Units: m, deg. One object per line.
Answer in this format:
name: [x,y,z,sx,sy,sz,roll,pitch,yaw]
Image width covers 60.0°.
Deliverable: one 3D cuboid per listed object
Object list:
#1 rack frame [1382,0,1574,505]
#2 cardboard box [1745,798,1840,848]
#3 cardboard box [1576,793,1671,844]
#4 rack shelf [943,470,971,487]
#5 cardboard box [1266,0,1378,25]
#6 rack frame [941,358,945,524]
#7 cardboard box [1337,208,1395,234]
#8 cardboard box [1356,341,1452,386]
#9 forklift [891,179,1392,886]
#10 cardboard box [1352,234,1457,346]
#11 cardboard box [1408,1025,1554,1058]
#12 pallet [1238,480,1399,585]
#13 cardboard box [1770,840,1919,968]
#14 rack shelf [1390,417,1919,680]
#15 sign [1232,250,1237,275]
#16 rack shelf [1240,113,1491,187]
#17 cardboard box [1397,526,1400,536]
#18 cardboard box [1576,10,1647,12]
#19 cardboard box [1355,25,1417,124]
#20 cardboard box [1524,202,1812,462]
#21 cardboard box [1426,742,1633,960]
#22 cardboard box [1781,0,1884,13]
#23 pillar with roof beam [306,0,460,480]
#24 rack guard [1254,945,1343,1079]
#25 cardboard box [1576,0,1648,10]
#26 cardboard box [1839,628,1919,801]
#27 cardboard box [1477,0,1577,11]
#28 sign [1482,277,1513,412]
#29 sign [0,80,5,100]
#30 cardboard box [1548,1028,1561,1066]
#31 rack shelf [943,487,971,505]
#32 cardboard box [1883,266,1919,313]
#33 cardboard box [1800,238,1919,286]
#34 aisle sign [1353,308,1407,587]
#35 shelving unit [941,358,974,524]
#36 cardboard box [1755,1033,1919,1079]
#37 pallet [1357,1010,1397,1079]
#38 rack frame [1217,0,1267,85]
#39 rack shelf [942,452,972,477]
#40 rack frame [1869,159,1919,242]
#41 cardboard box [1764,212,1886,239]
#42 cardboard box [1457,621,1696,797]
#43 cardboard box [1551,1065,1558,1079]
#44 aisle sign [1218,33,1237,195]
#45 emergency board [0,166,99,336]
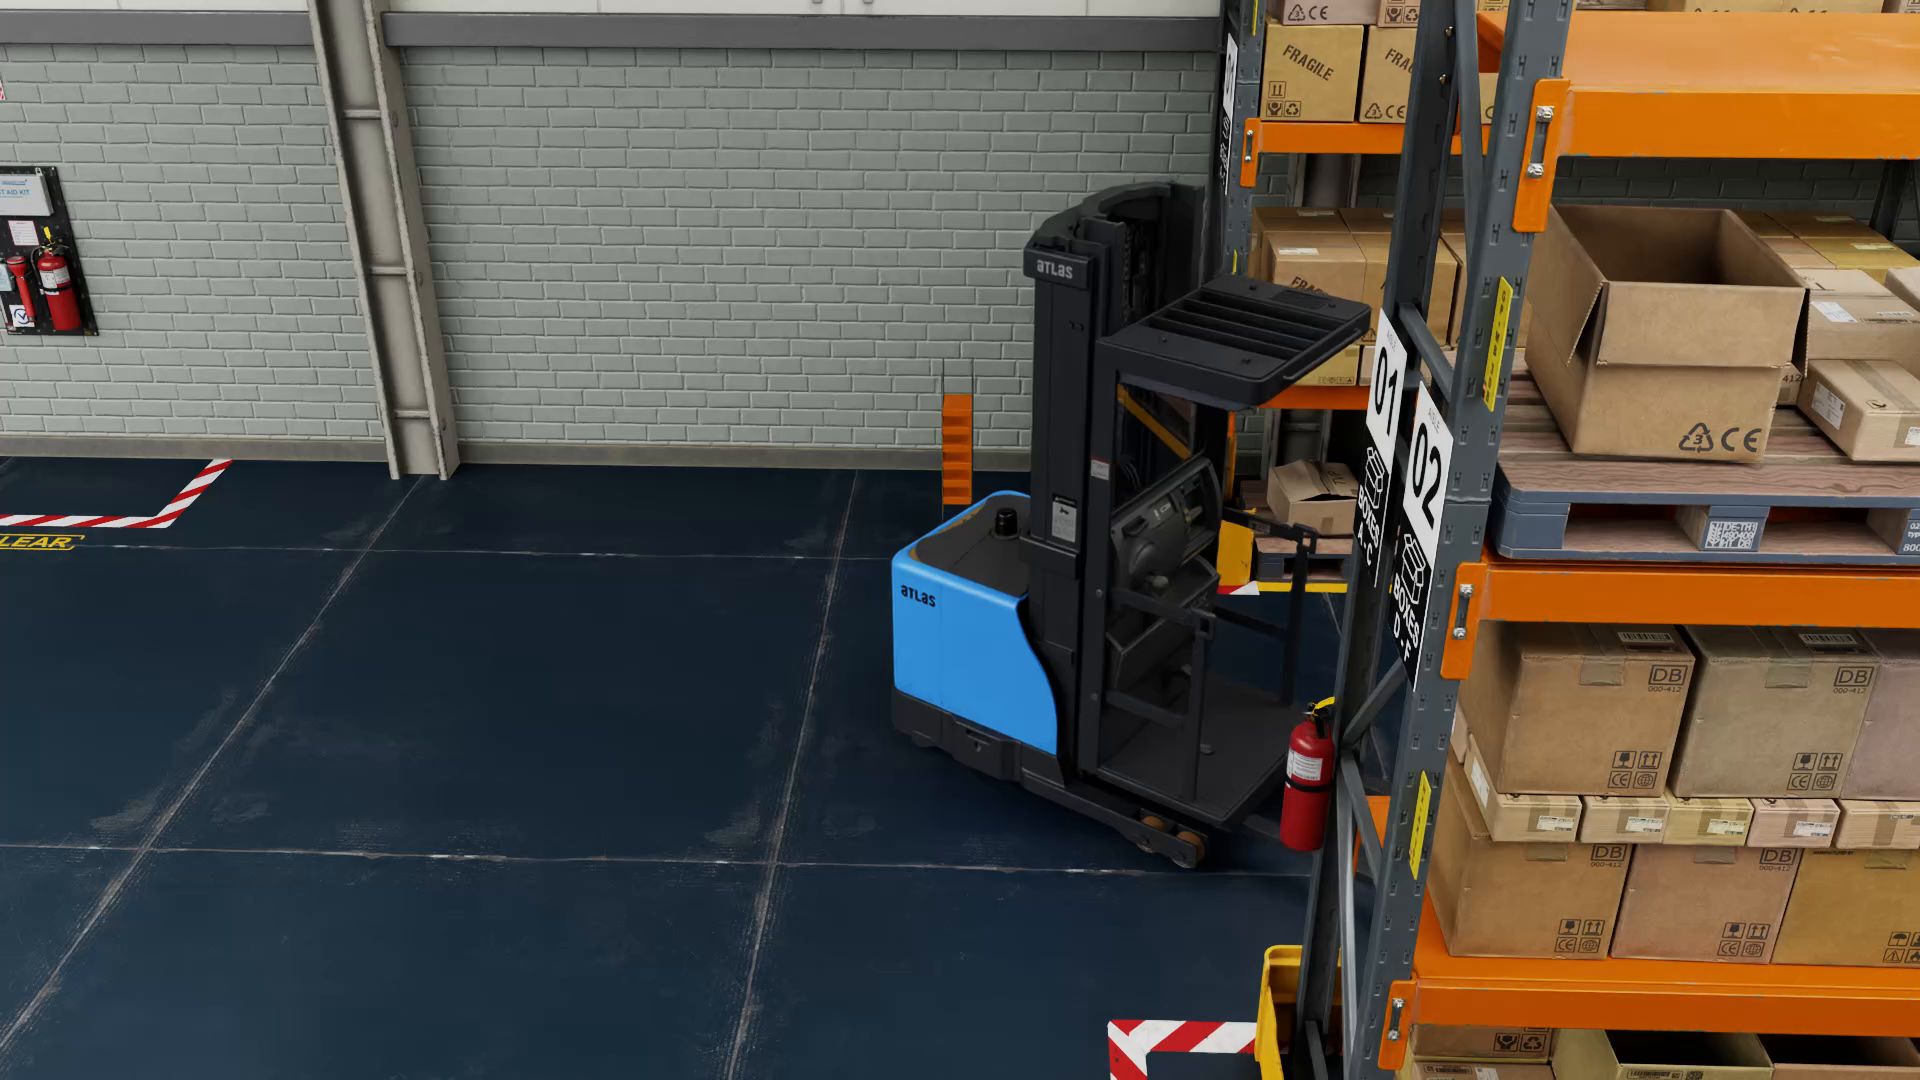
rack frame: [1.374,-1.654,4.188,0.127,3.000,1.000,1,28,2]
cardboard box: [2.524,0.786,5.190,0.250,0.149,0.380,1,28,1]
cardboard box: [2.023,0.776,5.209,0.250,0.149,0.380,0,28,0]
rack shelf: [-0.014,-0.385,10.472,0.180,0.103,0.258,1,28,2]
cardboard box: [1.922,-3.022,8.776,0.500,0.500,0.500,-1,28,-2]
rack frame: [-0.106,-0.532,10.398,0.006,1.200,0.240,1,28,2]
cardboard box: [2.527,-1.675,9.970,0.500,0.500,0.500,1,28,2]
cardboard box: [2.541,-1.106,9.698,0.500,0.250,0.500,0,28,0]
forklift: [1.132,-0.044,7.628,3.031,2.935,1.130,19,33,32]
cardboard box: [2.505,-1.435,9.517,0.500,0.500,0.500,1,28,2]
cardboard box: [1.921,1.564,6.209,0.500,0.500,0.500,1,28,2]
pallet: [2.432,-0.059,10.561,1.213,0.211,1.003,1,28,2]
cardboard box: [2.861,0.983,5.511,0.500,0.500,0.700,1,28,2]
rack shelf: [3.373,0.022,4.996,4.000,0.370,1.077,1,28,2]
sign: [1.526,-1.451,9.285,0.005,0.325,0.100,1,28,2]
rack shelf: [3.544,-2.297,9.371,4.000,0.370,1.077,1,28,2]
cardboard box: [2.803,-0.266,10.375,0.500,0.311,0.500,3,28,6]
cardboard box: [3.461,-2.547,8.946,0.500,0.500,0.500,3,28,5]
cardboard box: [2.406,-2.552,8.957,0.500,0.500,0.500,3,28,5]
cardboard box: [1.948,-0.610,4.713,0.637,0.503,0.797,3,28,5]
cardboard box: [1.840,0.966,5.544,0.500,0.500,0.700,1,28,2]
cardboard box: [4.481,-2.962,8.661,0.500,0.500,0.500,2,28,5]
pillar with roof beam: [-3.873,-2.450,5.690,0.400,9.000,9.100,1,28,2]
rack guard: [1.350,2.101,6.179,0.348,0.500,1.175,1,28,2]
cardboard box: [3.525,-3.223,9.155,0.500,0.500,0.500,1,28,2]
cardboard box: [2.923,0.408,5.211,0.500,0.500,0.700,1,28,2]
cardboard box: [2.934,-2.987,8.709,0.500,0.500,0.500,2,28,3]
sign: [1.349,-0.490,4.177,0.005,0.325,0.100,1,28,2]
sign: [-6.194,-2.944,10.552,0.199,0.298,0.001,1,28,2]
cardboard box: [2.421,1.899,6.378,0.500,0.250,0.500,1,28,2]
rack shelf: [-0.014,-0.279,10.528,0.180,0.103,0.258,1,28,2]
cardboard box: [3.090,-0.632,4.960,0.500,0.311,0.500,4,28,8]
cardboard box: [5.059,-1.393,9.439,0.500,0.500,0.500,1,28,2]
aisle sign: [1.319,-0.291,5.245,0.004,0.787,0.394,1,28,2]
shelving unit: [-0.014,-0.530,10.395,0.189,1.200,0.258,1,28,2]
cardboard box: [2.902,1.817,5.732,0.500,0.500,0.500,1,28,2]
pallet: [2.140,2.222,6.259,1.213,0.211,1.003,1,28,2]
rack frame: [1.545,-3.973,8.562,0.127,3.000,1.000,1,28,2]
rack shelf: [-0.014,-0.491,10.416,0.180,0.103,0.258,1,28,2]
rack frame: [5.543,-1.256,9.842,0.127,3.000,1.000,1,28,2]
cardboard box: [5.080,-1.635,9.896,0.500,0.500,0.500,0,28,1]
cardboard box: [1.893,0.394,5.238,0.500,0.500,0.700,1,28,2]
cardboard box: [2.402,2.145,5.913,0.500,0.250,0.500,1,28,2]
aisle sign: [1.463,-2.332,9.095,0.004,0.787,0.394,1,28,2]
emergency board: [-6.189,-1.873,11.007,0.643,1.169,0.194,1,28,2]
